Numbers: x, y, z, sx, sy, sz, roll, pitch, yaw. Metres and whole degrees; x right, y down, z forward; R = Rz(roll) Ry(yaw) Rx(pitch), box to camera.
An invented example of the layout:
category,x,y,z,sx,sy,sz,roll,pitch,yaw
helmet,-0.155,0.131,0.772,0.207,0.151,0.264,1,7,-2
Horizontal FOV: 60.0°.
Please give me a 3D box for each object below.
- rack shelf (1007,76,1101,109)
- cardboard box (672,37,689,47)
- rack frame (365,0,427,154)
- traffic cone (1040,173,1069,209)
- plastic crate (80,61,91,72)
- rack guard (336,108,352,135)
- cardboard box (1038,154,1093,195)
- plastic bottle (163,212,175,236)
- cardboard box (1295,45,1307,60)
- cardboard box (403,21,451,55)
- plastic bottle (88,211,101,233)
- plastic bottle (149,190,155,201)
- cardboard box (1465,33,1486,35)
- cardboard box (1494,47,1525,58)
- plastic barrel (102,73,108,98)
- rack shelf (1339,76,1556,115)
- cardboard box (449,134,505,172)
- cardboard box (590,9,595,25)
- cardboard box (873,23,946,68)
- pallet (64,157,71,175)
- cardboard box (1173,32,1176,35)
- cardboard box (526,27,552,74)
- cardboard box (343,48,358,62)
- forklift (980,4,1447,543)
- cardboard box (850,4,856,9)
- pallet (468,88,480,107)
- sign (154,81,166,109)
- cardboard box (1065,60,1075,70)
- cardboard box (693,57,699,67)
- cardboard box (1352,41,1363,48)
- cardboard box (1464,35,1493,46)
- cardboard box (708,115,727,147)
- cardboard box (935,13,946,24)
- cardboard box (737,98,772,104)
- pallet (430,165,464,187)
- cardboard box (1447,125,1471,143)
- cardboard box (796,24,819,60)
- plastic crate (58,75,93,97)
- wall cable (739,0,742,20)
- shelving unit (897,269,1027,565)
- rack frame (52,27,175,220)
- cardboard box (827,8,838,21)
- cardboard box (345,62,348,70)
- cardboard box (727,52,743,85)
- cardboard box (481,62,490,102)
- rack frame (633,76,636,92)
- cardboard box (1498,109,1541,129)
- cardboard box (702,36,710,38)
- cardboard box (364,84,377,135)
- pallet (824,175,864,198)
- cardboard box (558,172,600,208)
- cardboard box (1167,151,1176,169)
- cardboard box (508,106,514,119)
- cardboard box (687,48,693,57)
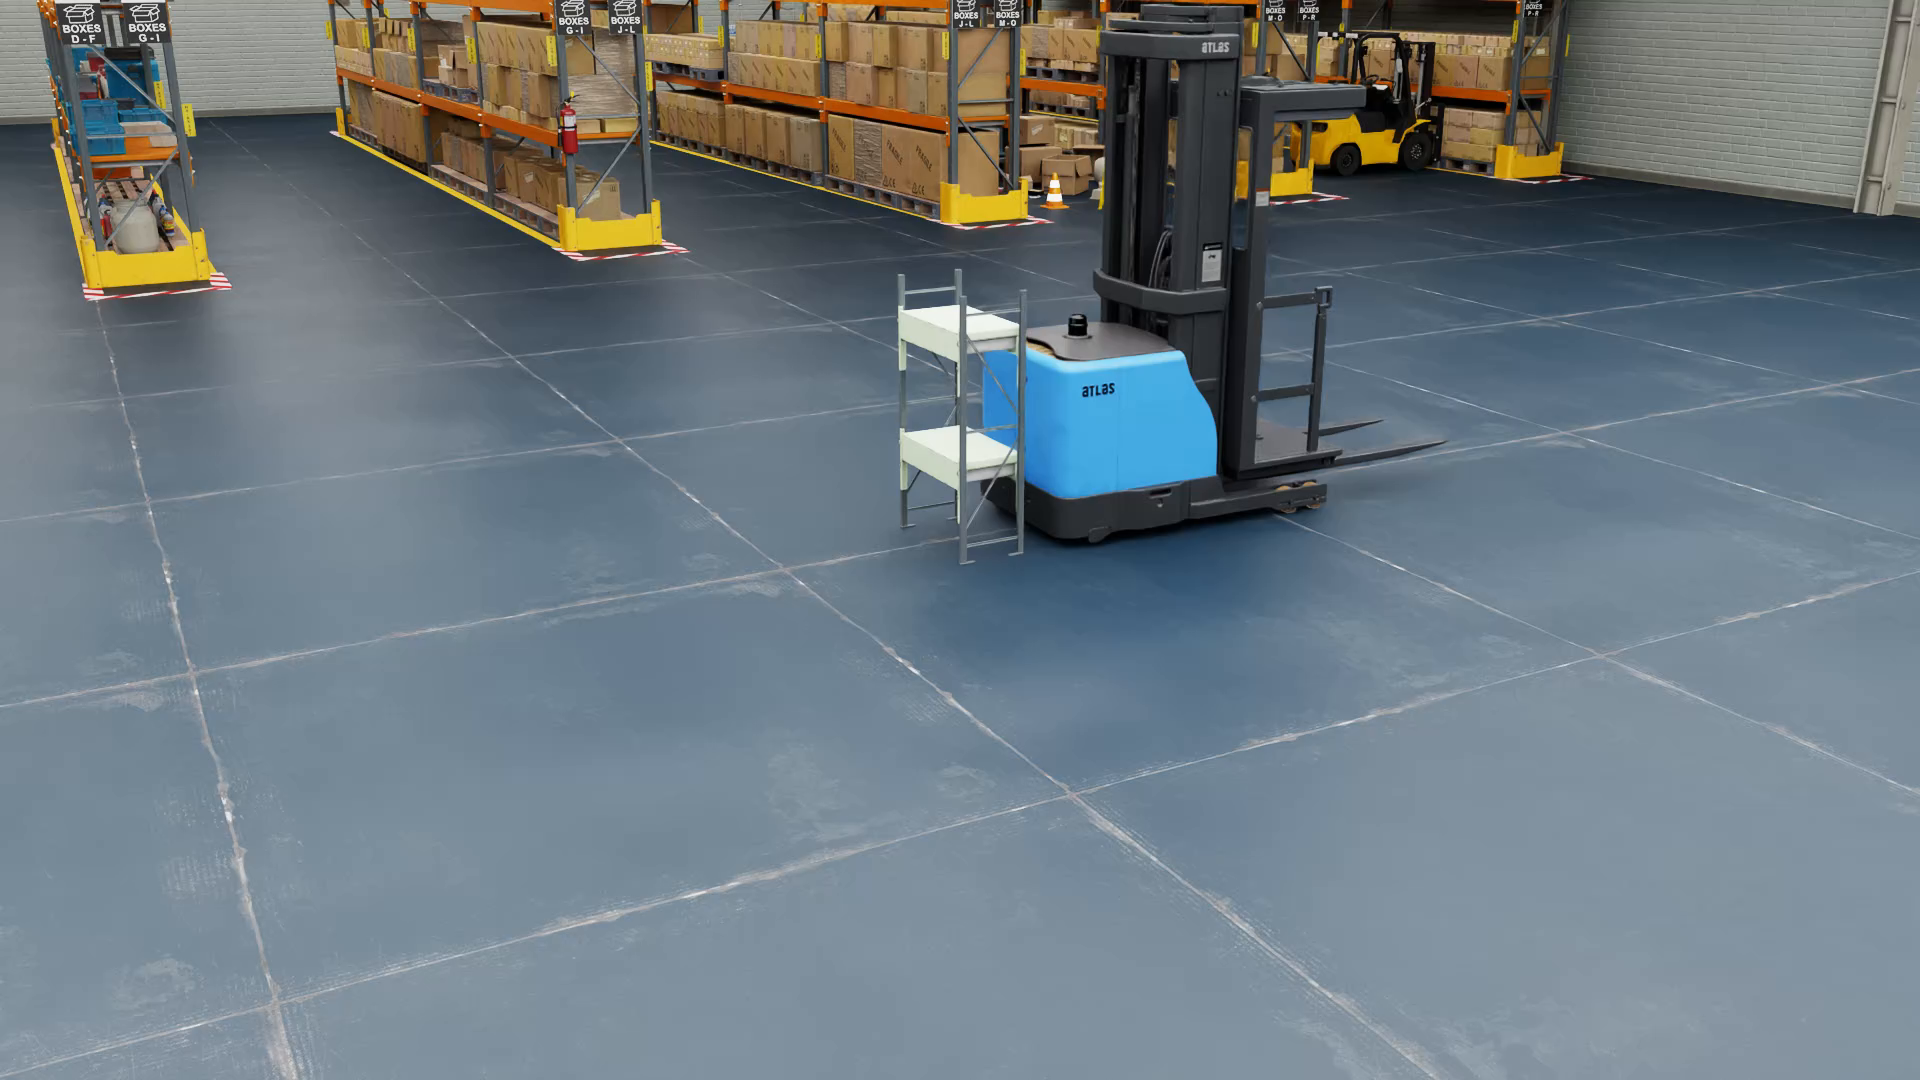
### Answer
category,x,y,z,sx,sy,sz,roll,pitch,yaw
rack shelf,1.767,-7.813,28.776,1.077,0.370,4.000,-10,21,-27
cardboard box,-4.862,-8.808,29.388,0.380,0.149,0.250,-9,21,-25
rack frame,-9.803,-8.340,29.202,1.000,3.000,0.127,-10,21,-27
traffic cone,1.306,-4.808,22.855,0.336,0.463,0.334,-10,21,-27
plastic crate,-14.725,-8.012,28.341,0.437,0.282,0.530,-10,21,-27
rack guard,-11.714,-8.314,32.958,1.175,0.500,0.348,-10,21,-27
cardboard box,1.554,-5.362,24.400,0.637,0.503,0.797,7,20,20
plastic bottle,-9.051,-3.615,19.017,0.097,0.271,0.097,0,19,0
cardboard box,6.375,-8.762,29.888,0.500,0.250,0.500,-11,22,-28
cardboard box,-8.544,-8.113,26.853,0.797,0.503,0.637,-9,21,-25
plastic bottle,-9.965,-3.706,19.161,0.144,0.351,0.185,-9,21,-24
plastic bottle,-9.804,-4.092,20.277,0.144,0.351,0.185,-11,22,-28
cardboard box,8.490,-8.214,27.233,0.380,0.149,0.250,-11,22,-28
cardboard box,8.572,-7.610,25.939,0.380,0.149,0.250,-10,21,-26
plastic barrel,-10.973,-5.860,21.806,0.433,0.535,0.433,0,19,0
rack shelf,8.033,-7.434,27.680,1.077,0.370,4.000,-10,21,-27
cardboard box,-7.293,-5.872,25.206,0.700,0.500,0.500,-12,22,-31
cardboard box,-7.310,-10.718,33.952,0.500,0.500,0.500,-10,21,-27
cardboard box,-0.689,-6.786,22.813,0.875,0.550,0.500,-10,21,-27
pallet,-13.832,-6.027,26.773,1.003,0.211,1.213,-10,21,-27
cardboard box,3.501,-7.645,25.046,0.700,0.500,0.500,-10,21,-27
cardboard box,-4.826,-5.818,19.751,0.500,0.500,0.500,-10,21,-27
cardboard box,-11.224,-9.085,31.136,0.500,0.250,0.500,-11,22,-28
forklift,1.673,-1.689,10.032,3.031,2.935,1.130,-10,21,-26
cardboard box,-2.060,-11.117,34.571,0.380,0.149,0.250,-10,22,-28
pallet,-6.239,-6.195,23.279,1.003,0.211,1.213,-10,21,-27
sign,-9.874,-5.489,20.516,0.100,0.325,0.005,-10,21,-27
cardboard box,1.966,-7.910,27.698,0.380,0.149,0.250,-10,22,-28
cardboard box,-4.368,-8.226,28.615,0.380,0.149,0.250,-10,21,-26
cardboard box,7.004,-8.570,28.721,0.380,0.149,0.250,-10,22,-28
cardboard box,8.282,-7.985,26.569,0.380,0.149,0.250,-10,21,-26
cardboard box,-4.033,-7.096,28.786,0.500,0.500,0.500,-10,21,-27
cardboard box,-0.139,-9.644,31.296,0.500,0.500,0.500,-10,21,-27
cardboard box,-3.605,-7.538,28.916,0.500,0.250,0.500,-11,22,-29
pallet,-7.534,-5.649,25.679,1.003,0.211,1.213,-10,21,-27
cardboard box,8.248,-6.572,26.884,0.500,0.250,0.500,-10,22,-27
cardboard box,-2.078,-7.592,25.347,0.700,0.500,0.500,-10,22,-28
plastic crate,-11.765,-5.943,22.159,0.402,0.464,0.583,-10,21,-27
wall cable,-5.679,-13.133,41.488,0.585,1.953,0.123,-10,21,-27
shelving unit,0.003,-0.707,9.381,0.431,1.500,0.755,-10,21,-27
rack frame,-10.363,-5.276,20.323,1.000,3.000,0.127,-10,21,-27
cardboard box,-2.501,-11.067,35.420,0.500,0.500,0.500,-10,21,-27
cardboard box,-11.335,-8.922,31.273,0.380,0.149,0.250,-10,22,-28
cardboard box,-3.515,-7.808,27.506,0.500,0.500,0.500,-10,21,-26
cardboard box,-5.845,-6.093,22.080,0.875,0.500,0.500,-10,21,-27
rack frame,-7.290,-10.228,34.672,1.000,3.000,0.127,-10,21,-27
cardboard box,8.921,-6.739,26.601,0.500,0.250,0.500,-10,22,-27
cardboard box,-4.410,-8.981,29.889,0.380,0.149,0.250,-11,22,-29
cardboard box,-10.474,-7.994,30.814,0.875,0.875,0.875,-10,21,-27
pallet,-1.299,-5.234,24.476,1.003,0.211,1.213,-10,21,-27
cardboard box,-4.701,-4.260,20.567,0.500,0.500,0.500,-4,20,-12
cardboard box,3.503,-5.819,25.467,0.500,0.250,0.500,-11,22,-29
cardboard box,-5.552,-5.461,21.245,0.380,0.149,0.250,-10,21,-27
cardboard box,-4.500,-8.446,28.795,0.380,0.149,0.250,-10,21,-27
